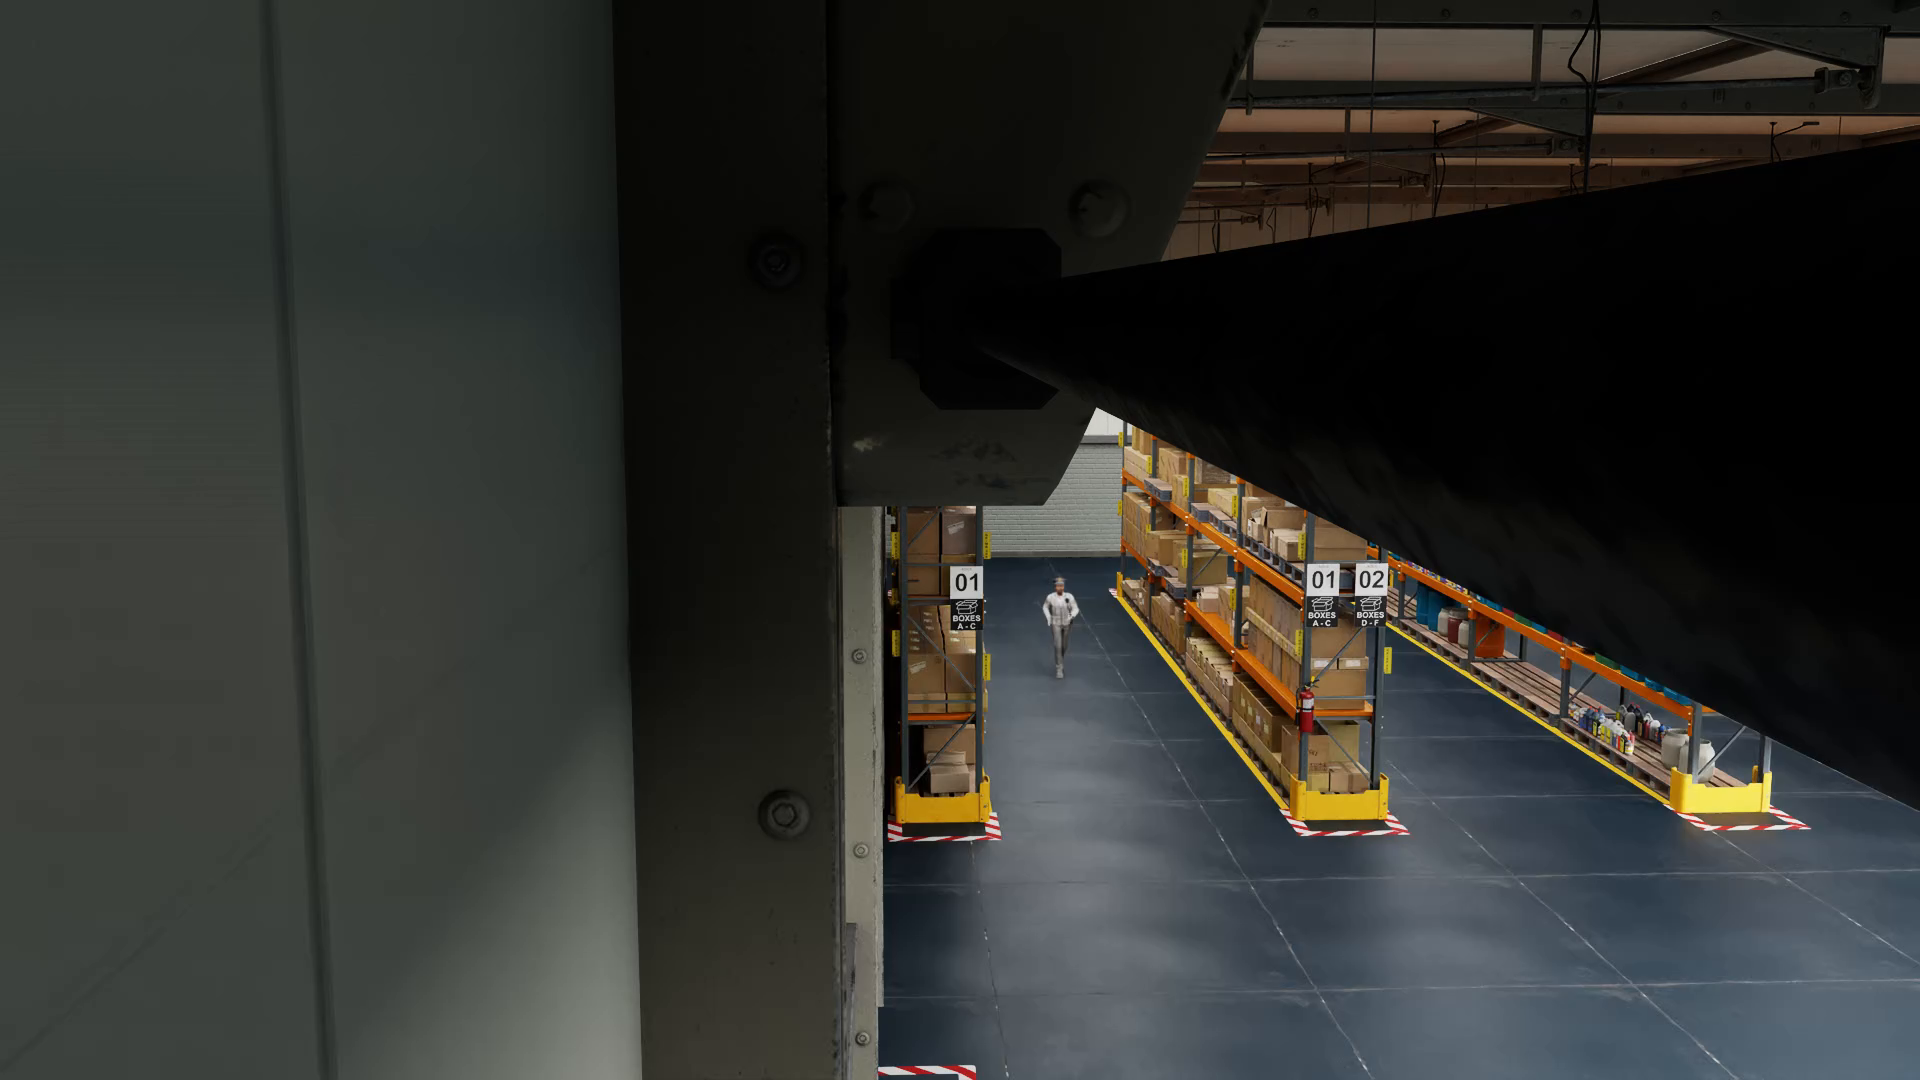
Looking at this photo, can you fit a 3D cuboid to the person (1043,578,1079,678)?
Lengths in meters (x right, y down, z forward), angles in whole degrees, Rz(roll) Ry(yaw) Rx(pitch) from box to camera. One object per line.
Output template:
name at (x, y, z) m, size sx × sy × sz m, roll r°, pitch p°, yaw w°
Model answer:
person at (1.736, 1.465, 28.579) m, size 0.610 × 1.688 × 0.860 m, roll 0°, pitch 8°, yaw -2°
